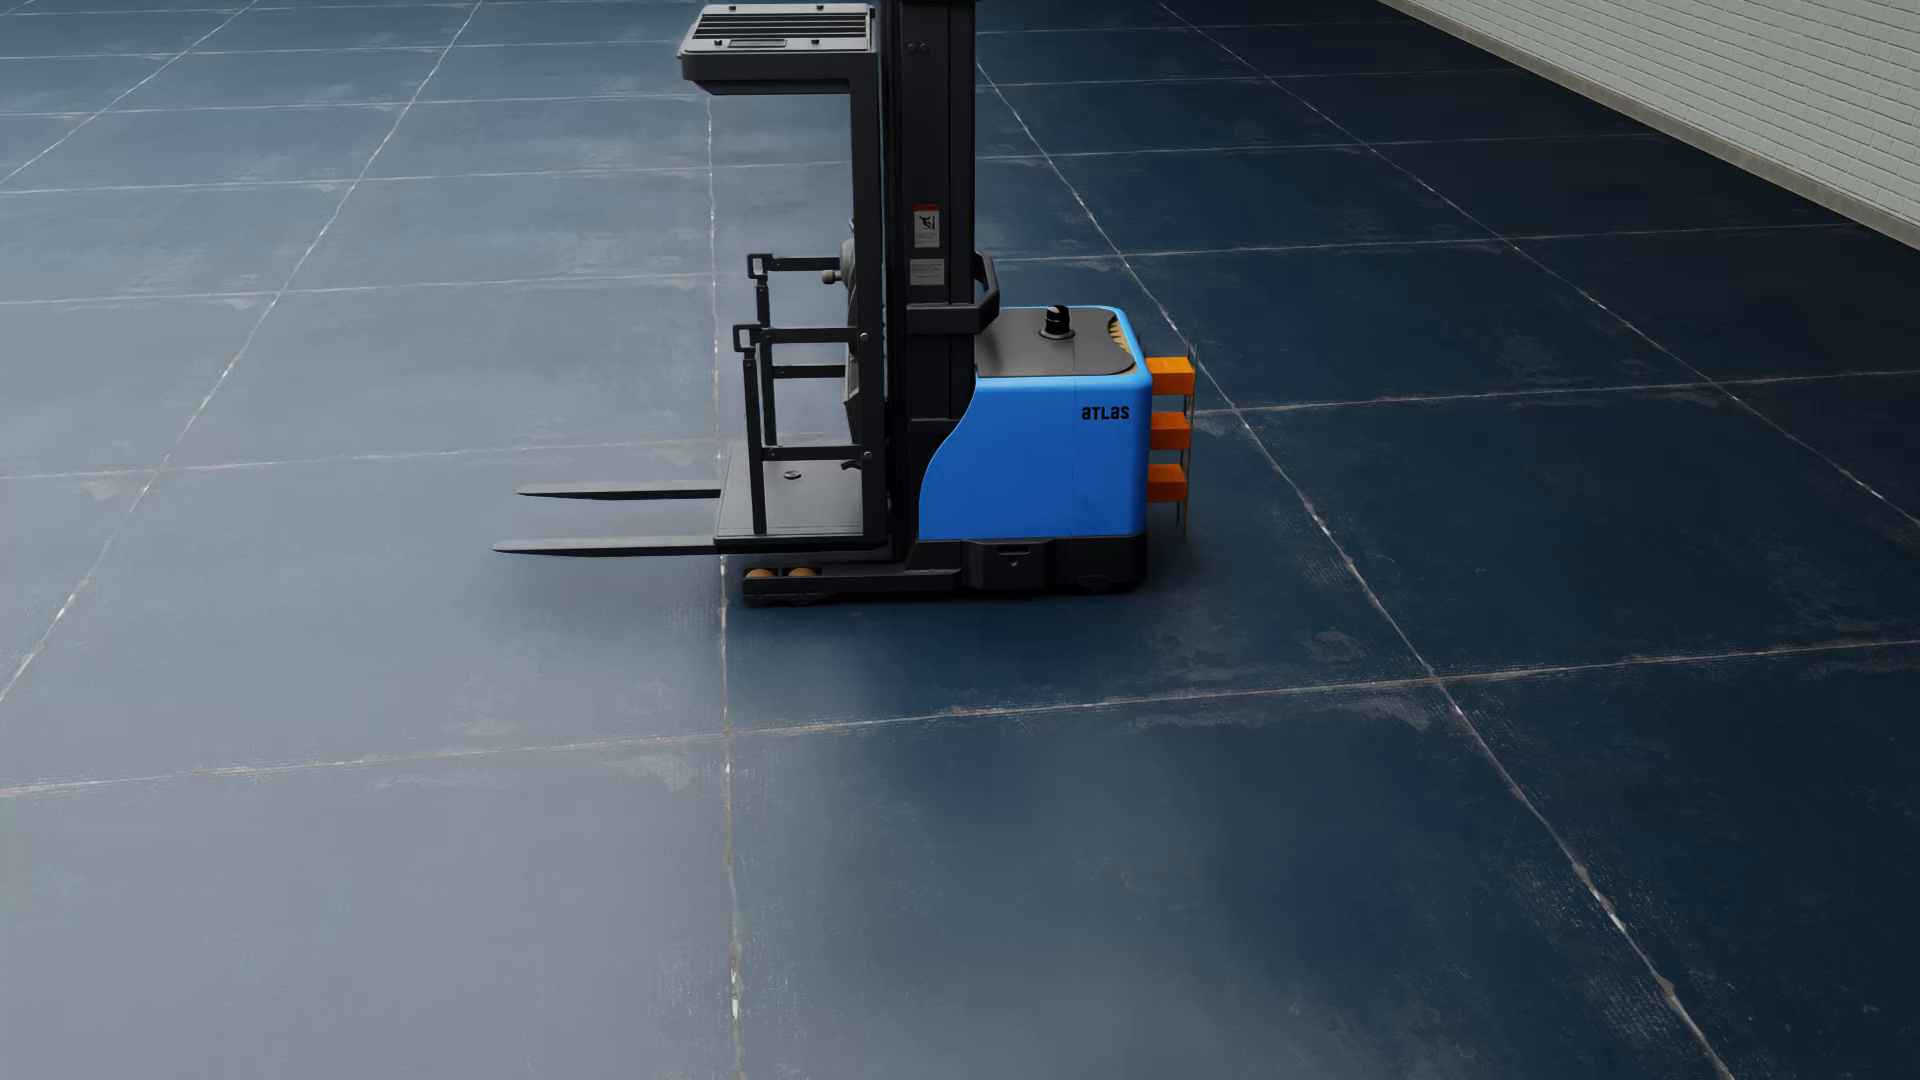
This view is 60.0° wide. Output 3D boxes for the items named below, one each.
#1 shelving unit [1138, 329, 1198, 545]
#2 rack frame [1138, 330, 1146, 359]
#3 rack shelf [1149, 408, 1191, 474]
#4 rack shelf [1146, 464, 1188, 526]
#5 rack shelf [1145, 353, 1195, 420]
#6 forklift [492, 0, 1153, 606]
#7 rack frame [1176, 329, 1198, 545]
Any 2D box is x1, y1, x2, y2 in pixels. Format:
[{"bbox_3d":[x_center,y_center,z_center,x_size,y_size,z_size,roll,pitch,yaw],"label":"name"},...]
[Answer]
[{"bbox_3d":[0.976,-0.486,8.047,0.252,1.050,0.215,-1,27,-3],"label":"shelving unit"},{"bbox_3d":[0.854,-0.483,8.042,0.008,1.050,0.200,-1,27,-3],"label":"rack frame"},{"bbox_3d":[0.976,-0.477,8.052,0.240,0.259,0.215,-1,27,-3],"label":"rack shelf"},{"bbox_3d":[0.976,-0.229,8.179,0.240,0.259,0.215,-1,27,-3],"label":"rack shelf"},{"bbox_3d":[0.976,-0.729,7.923,0.240,0.259,0.215,-1,27,-3],"label":"rack shelf"},{"bbox_3d":[-0.666,-1.249,7.474,3.031,2.935,1.130,-1,27,-3],"label":"forklift"},{"bbox_3d":[1.098,-0.489,8.053,0.008,1.050,0.200,-1,27,-3],"label":"rack frame"}]
